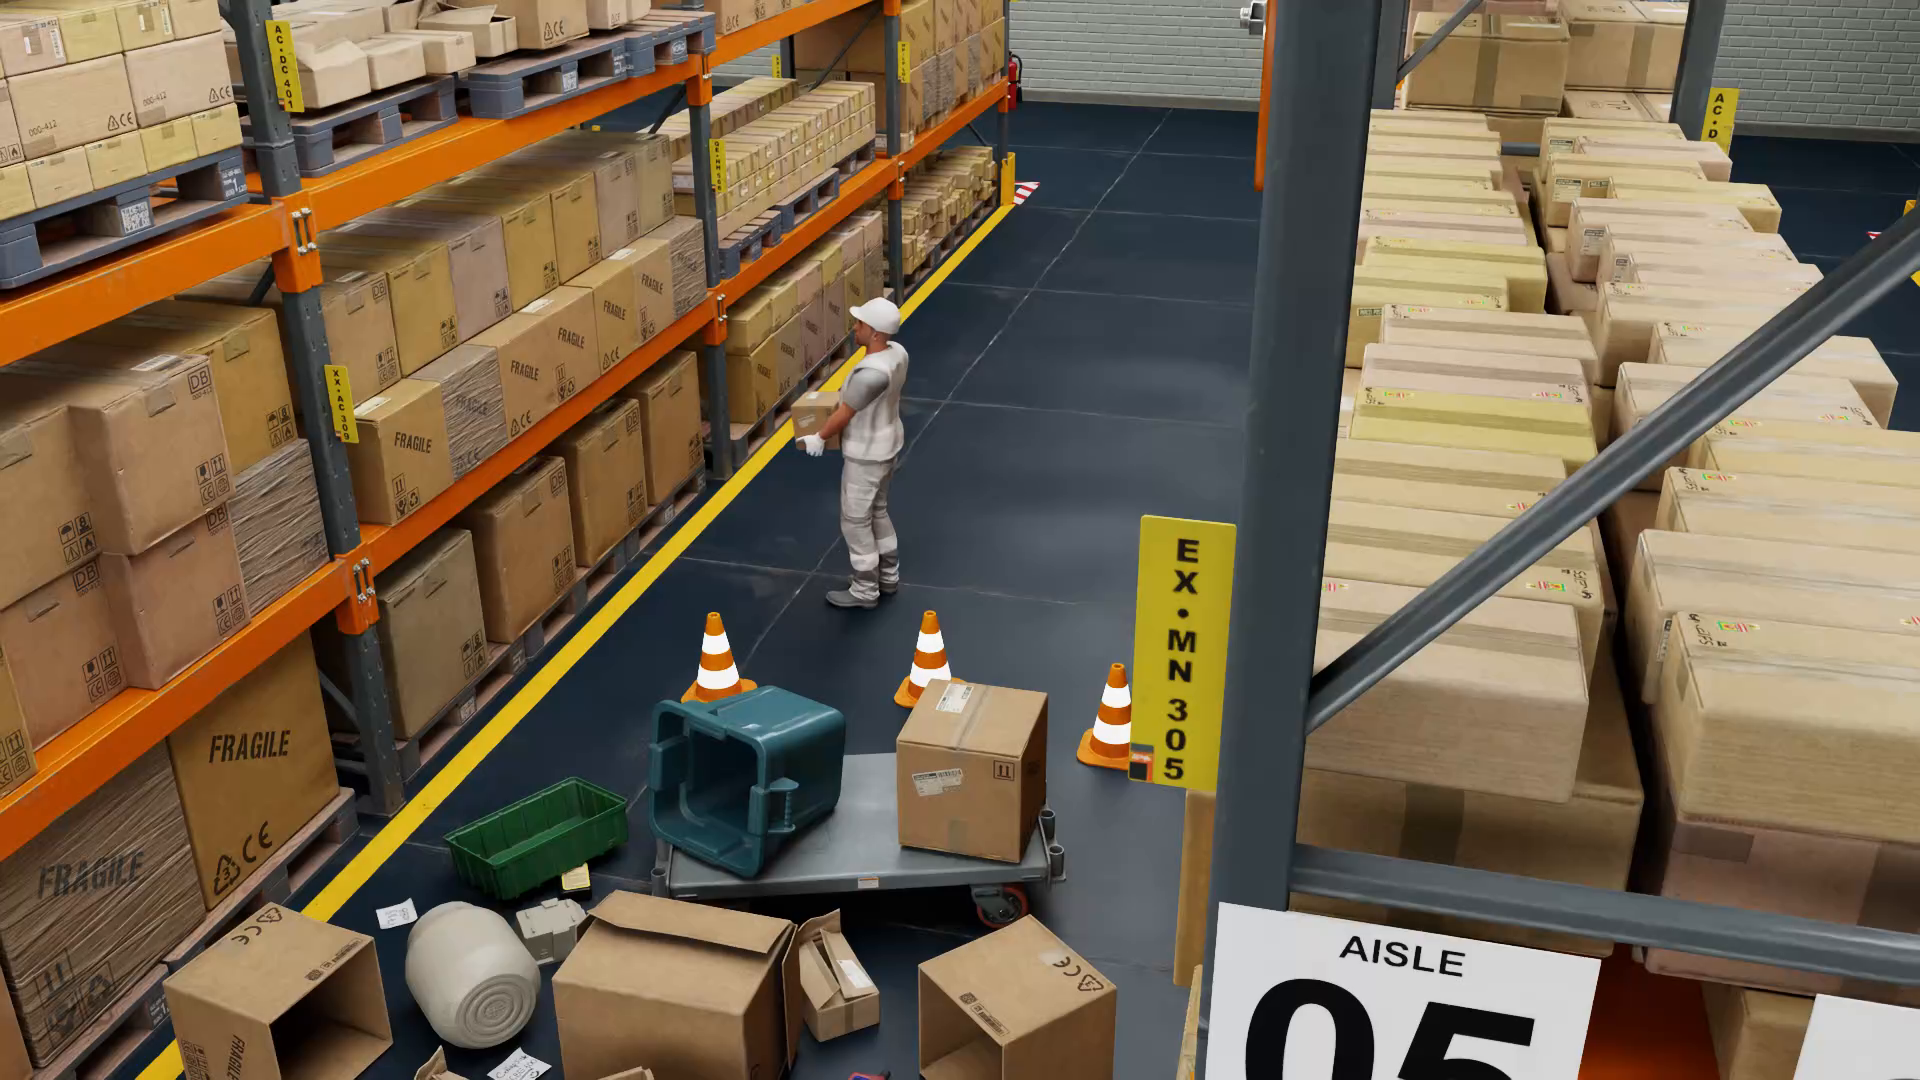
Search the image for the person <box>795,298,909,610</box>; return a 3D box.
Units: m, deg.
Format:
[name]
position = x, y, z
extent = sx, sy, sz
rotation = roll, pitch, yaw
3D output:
[person]
position = -0.585, -0.476, 9.105
extent = 0.573, 1.782, 0.494
rotation = 6, 26, 13
